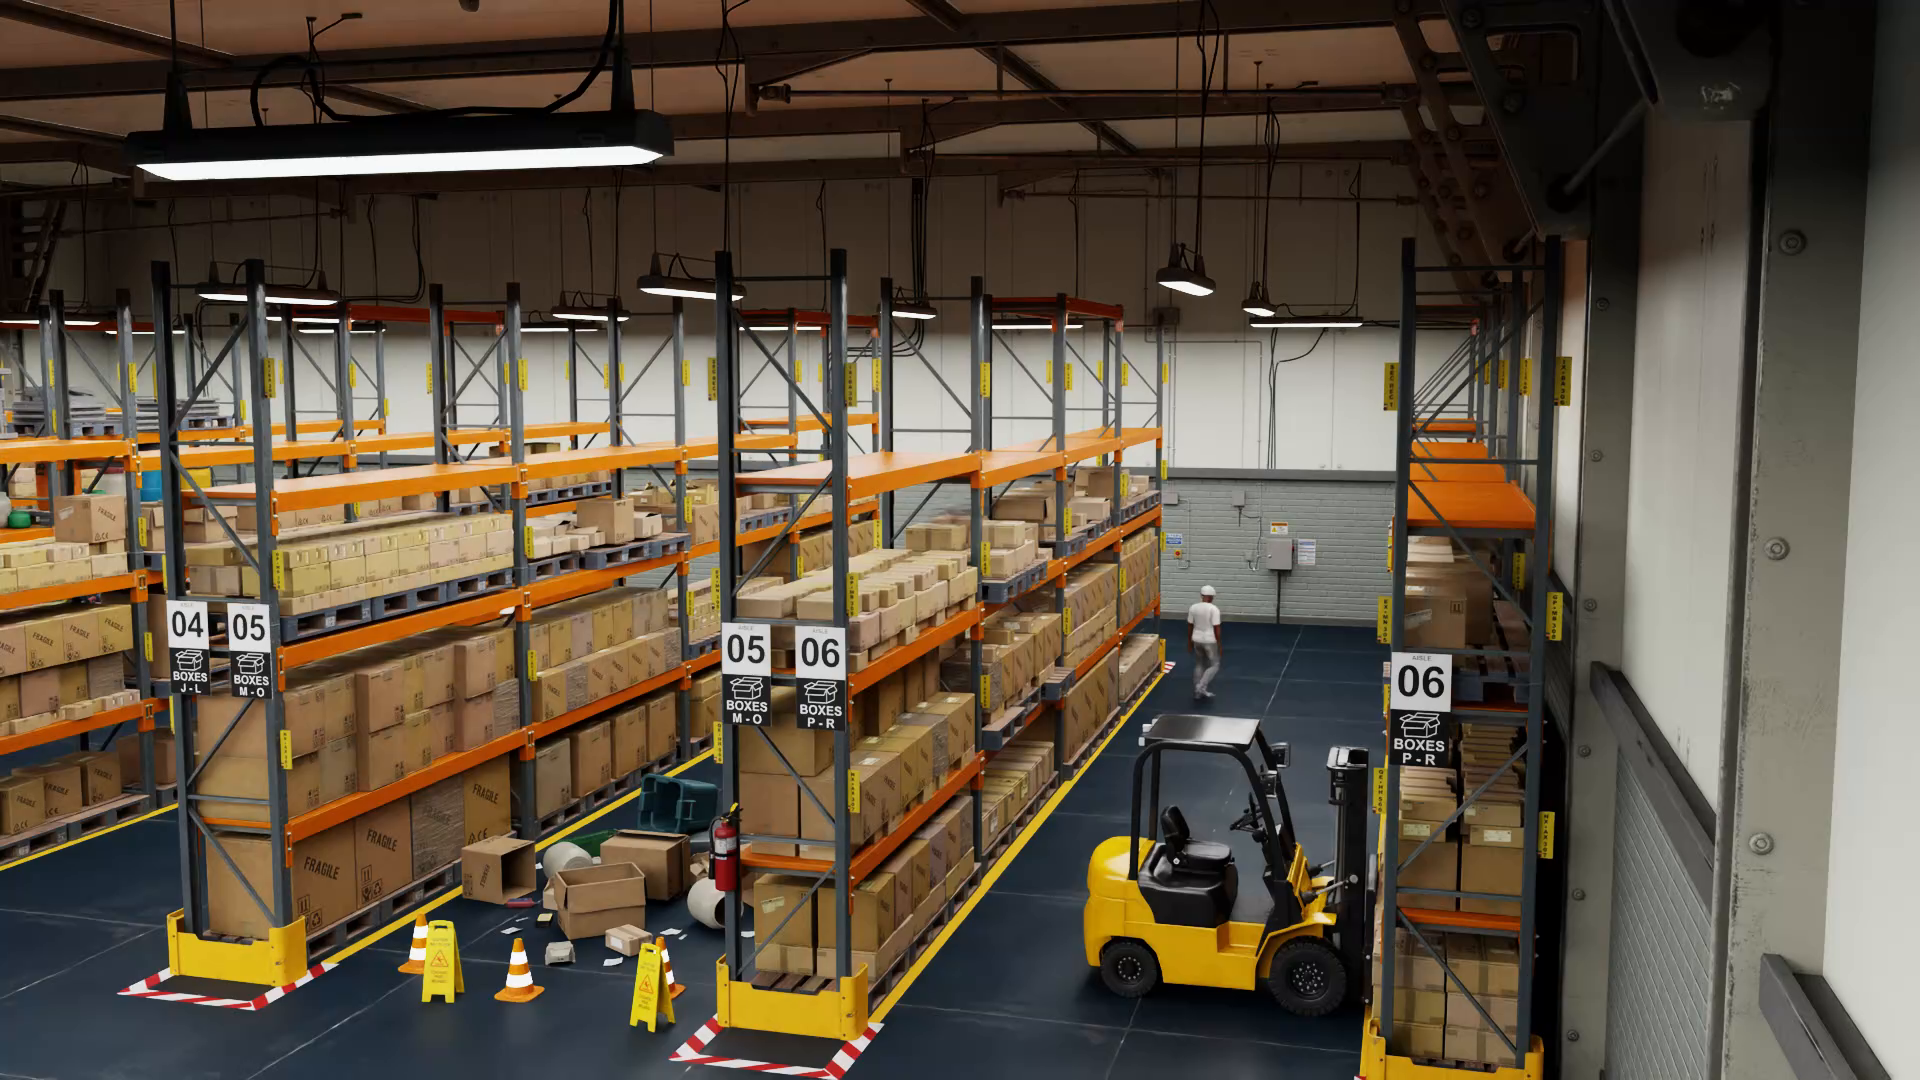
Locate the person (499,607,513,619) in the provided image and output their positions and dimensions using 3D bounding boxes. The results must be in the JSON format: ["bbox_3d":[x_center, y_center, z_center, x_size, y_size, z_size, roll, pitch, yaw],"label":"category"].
[{"bbox_3d":[-6.501,1.793,23.767,0.523,1.720,1.084,1,6,12],"label":"person"}]

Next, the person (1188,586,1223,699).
[{"bbox_3d":[3.747,1.586,25.587,0.548,1.764,0.609,-6,8,-44],"label":"person"}]
